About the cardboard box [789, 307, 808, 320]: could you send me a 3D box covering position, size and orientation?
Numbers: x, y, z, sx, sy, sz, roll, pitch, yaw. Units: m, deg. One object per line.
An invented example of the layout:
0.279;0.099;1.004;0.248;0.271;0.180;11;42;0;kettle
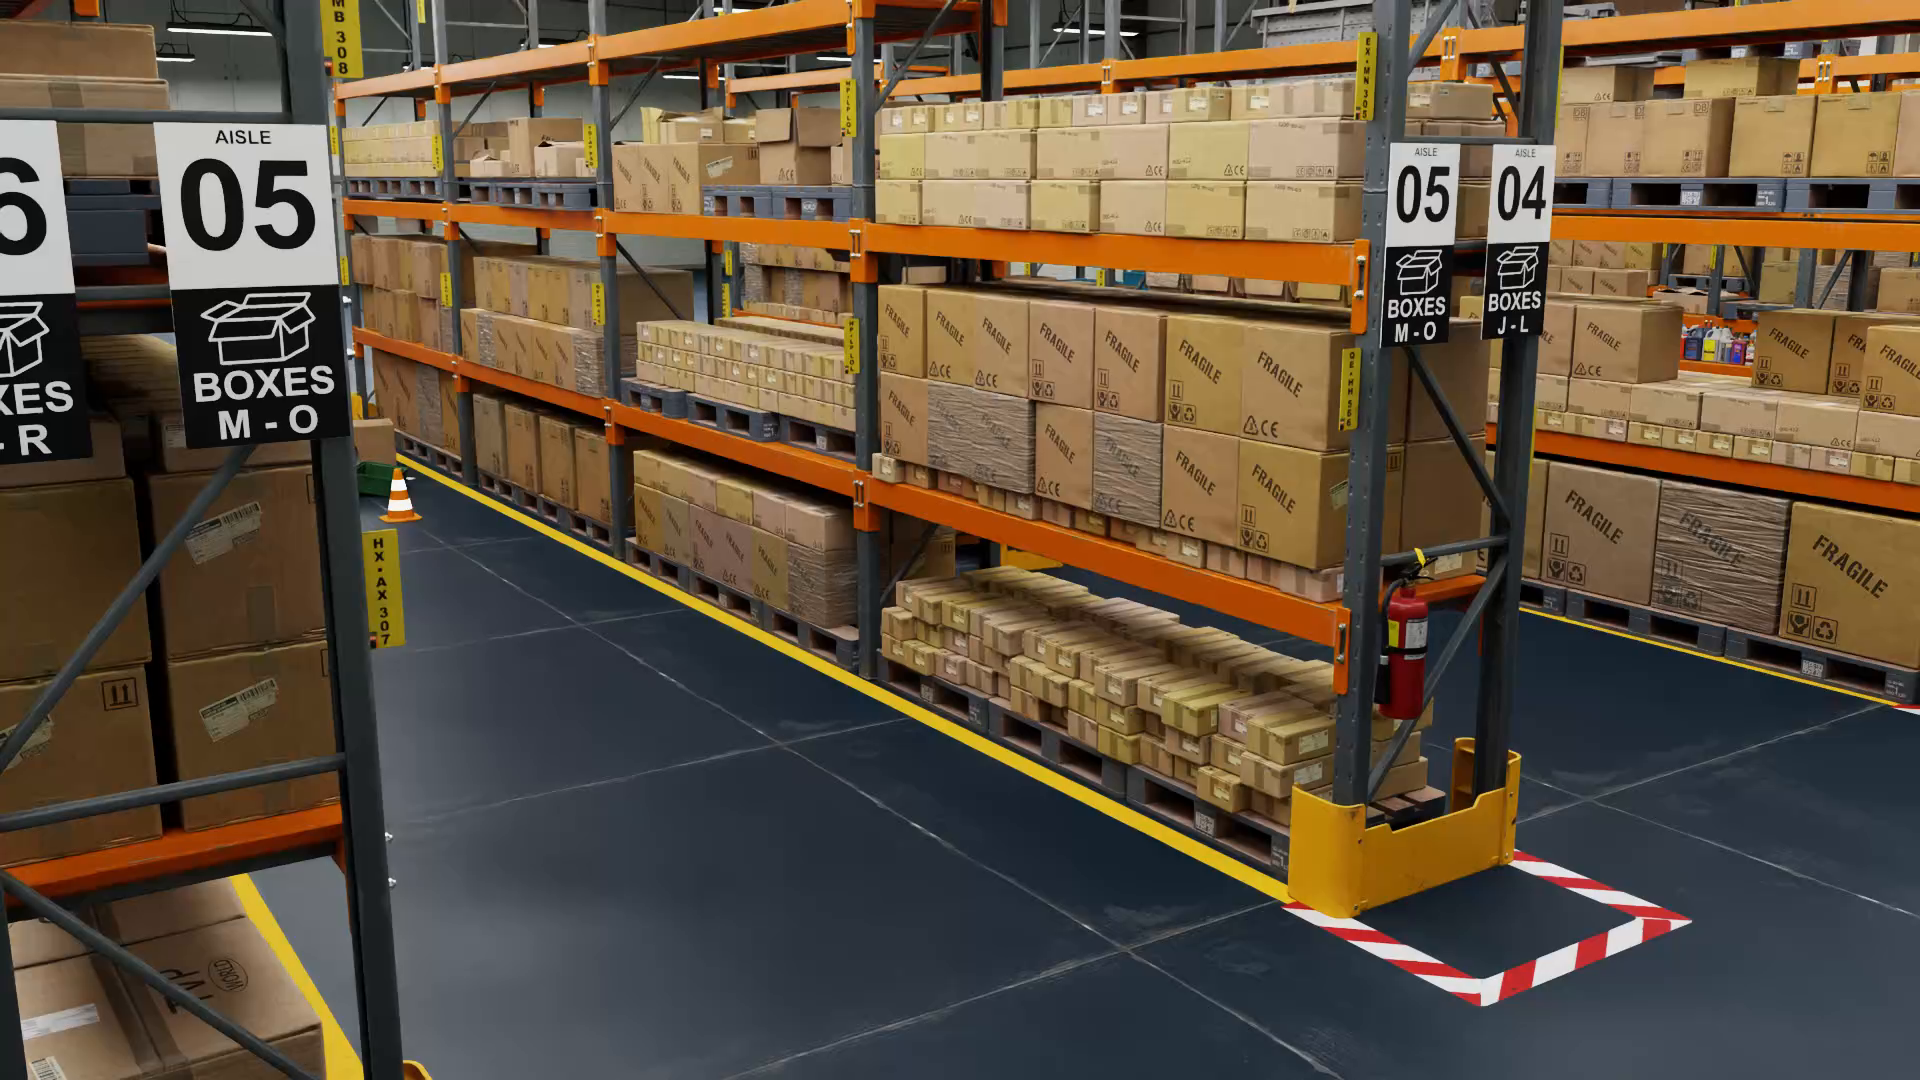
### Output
-1.939;-2.878;21.090;0.380;0.149;0.250;-8;15;-33;cardboard box

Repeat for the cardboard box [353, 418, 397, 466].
-6.332;-1.012;17.815;0.500;0.500;0.500;-5;13;-23;cardboard box

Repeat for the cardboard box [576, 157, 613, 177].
-2.916;-3.052;13.605;0.380;0.166;0.250;-8;15;-33;cardboard box

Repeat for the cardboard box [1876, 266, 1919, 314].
11.219;-2.957;19.644;0.500;0.500;0.700;11;16;41;cardboard box

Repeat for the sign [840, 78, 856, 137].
-0.645;-2.499;9.614;0.100;0.325;0.005;-8;15;-33;sign

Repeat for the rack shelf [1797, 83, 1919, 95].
11.141;-5.135;19.402;1.077;0.370;4.000;-8;15;-33;rack shelf

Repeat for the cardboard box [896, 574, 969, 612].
-0.167;0.328;10.139;0.380;0.149;0.250;-7;14;-30;cardboard box

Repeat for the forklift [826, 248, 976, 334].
-0.542;-1.688;15.219;1.130;2.935;3.031;-6;14;-26;forklift

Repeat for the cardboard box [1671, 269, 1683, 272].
11.857;-4.451;27.999;0.500;0.250;0.500;-8;15;-32;cardboard box

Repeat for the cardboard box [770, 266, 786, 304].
-1.990;-3.377;21.850;0.875;0.500;0.500;-8;15;-33;cardboard box

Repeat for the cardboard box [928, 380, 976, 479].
0.160;-0.644;9.355;0.500;0.500;0.500;-8;15;-33;cardboard box

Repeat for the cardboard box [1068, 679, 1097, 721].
0.788;0.808;8.639;0.380;0.149;0.250;-7;14;-30;cardboard box

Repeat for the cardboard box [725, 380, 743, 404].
-1.442;-1.063;11.807;0.380;0.149;0.250;-9;15;-35;cardboard box

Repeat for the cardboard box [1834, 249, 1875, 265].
13.554;-4.137;24.993;0.700;0.500;0.500;-10;16;-38;cardboard box

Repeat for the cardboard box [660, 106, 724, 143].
-1.947;-3.017;12.092;0.396;0.266;0.258;-8;15;-33;cardboard box

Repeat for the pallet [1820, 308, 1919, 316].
11.114;-2.668;19.991;1.003;0.211;1.213;-8;15;-33;pallet

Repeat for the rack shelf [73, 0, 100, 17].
-3.142;-2.079;5.426;1.077;0.370;4.000;-8;15;-33;rack shelf

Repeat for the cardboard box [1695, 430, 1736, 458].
5.034;-0.642;10.863;0.380;0.149;0.250;-8;15;-33;cardboard box

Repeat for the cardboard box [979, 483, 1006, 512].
0.327;-0.263;9.131;0.380;0.149;0.250;-8;15;-32;cardboard box

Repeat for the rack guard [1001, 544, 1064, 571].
0.558;0.116;13.244;0.587;0.250;0.087;-6;14;-26;rack guard

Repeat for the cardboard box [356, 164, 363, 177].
-6.630;-4.197;18.882;0.380;0.149;0.250;-8;15;-33;cardboard box

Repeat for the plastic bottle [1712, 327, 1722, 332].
7.671;-2.042;16.967;0.152;0.276;0.135;-8;15;-33;plastic bottle

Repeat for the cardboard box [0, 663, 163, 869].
-2.521;0.557;4.559;0.500;0.500;0.500;-8;15;-32;cardboard box

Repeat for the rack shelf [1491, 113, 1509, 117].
6.708;-6.558;25.908;1.077;0.370;4.000;-8;15;-33;rack shelf

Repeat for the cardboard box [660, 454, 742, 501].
-1.940;-0.475;12.626;0.500;0.250;0.500;-8;15;-33;cardboard box

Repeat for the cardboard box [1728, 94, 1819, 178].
5.345;-2.568;10.609;0.700;0.500;0.500;-9;15;-37;cardboard box

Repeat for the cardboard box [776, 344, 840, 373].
-1.007;-1.217;11.117;0.380;0.149;0.250;-8;15;-33;cardboard box

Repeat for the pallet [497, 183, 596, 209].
-3.424;-3.046;14.691;1.003;0.211;1.213;-7;14;-30;pallet

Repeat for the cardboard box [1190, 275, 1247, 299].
2.534;-2.226;14.938;0.797;0.503;0.637;-8;15;-31;cardboard box

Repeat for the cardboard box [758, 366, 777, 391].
-1.150;-1.116;11.351;0.380;0.149;0.250;-9;15;-36;cardboard box

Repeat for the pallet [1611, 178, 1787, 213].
5.117;-2.283;10.964;1.003;0.211;1.213;-8;15;-33;pallet

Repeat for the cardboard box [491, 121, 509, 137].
-4.536;-4.169;16.887;0.380;0.149;0.250;-8;15;-32;cardboard box

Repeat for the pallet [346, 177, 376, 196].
-6.414;-4.080;19.186;1.003;0.211;1.213;-8;15;-33;pallet

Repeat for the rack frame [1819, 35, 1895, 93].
8.123;-4.741;14.977;1.000;3.000;0.127;-8;15;-33;rack frame

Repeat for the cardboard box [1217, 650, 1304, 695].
1.532;0.691;8.478;0.380;0.149;0.250;-9;15;-36;cardboard box

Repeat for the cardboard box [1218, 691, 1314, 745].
1.436;0.838;7.807;0.380;0.149;0.250;-8;15;-32;cardboard box

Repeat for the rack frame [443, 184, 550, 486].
-4.617;-2.078;16.841;1.000;3.000;0.127;-8;15;-33;rack frame

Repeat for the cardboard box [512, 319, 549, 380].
-3.714;-1.732;15.026;0.500;0.500;0.500;-8;15;-32;cardboard box

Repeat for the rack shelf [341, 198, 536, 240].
-5.726;-3.547;18.224;1.077;0.370;4.000;-8;15;-33;rack shelf

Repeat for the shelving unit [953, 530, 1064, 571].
0.336;-0.589;13.546;0.587;1.500;1.083;-6;14;-26;shelving unit

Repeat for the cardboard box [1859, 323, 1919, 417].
5.728;-1.007;9.843;0.500;0.500;0.500;-8;15;-32;cardboard box

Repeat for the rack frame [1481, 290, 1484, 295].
4.000;-1.224;12.938;1.000;3.000;0.127;-8;15;-33;rack frame

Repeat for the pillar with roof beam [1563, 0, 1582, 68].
7.246;-7.516;27.668;9.100;9.000;0.548;-8;15;-33;pillar with roof beam

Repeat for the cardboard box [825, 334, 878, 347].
-0.738;-1.382;11.874;0.380;0.149;0.250;-7;14;-31;cardboard box

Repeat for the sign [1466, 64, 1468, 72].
5.453;-5.228;17.961;0.100;0.325;0.005;-8;15;-33;sign

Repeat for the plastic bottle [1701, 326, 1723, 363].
7.342;-1.911;16.194;0.144;0.351;0.185;-8;15;-33;plastic bottle

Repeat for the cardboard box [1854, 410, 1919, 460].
5.727;-0.639;9.919;0.500;0.250;0.500;-8;15;-34;cardboard box

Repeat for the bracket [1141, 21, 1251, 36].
5.543;-11.344;36.747;0.076;0.066;4.783;-8;15;-33;bracket

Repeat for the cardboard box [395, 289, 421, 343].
-5.734;-2.503;18.433;0.875;0.550;0.500;-8;15;-33;cardboard box

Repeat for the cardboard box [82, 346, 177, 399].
-3.010;-0.611;6.043;0.380;0.149;0.250;-8;15;-33;cardboard box

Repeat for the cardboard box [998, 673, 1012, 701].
0.438;0.804;9.355;0.380;0.149;0.250;-9;15;-35;cardboard box

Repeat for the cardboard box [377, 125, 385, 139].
-6.068;-4.407;17.974;0.380;0.149;0.250;-8;15;-32;cardboard box

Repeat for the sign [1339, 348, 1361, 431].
1.558;-0.601;6.640;0.100;0.325;0.005;-8;15;-33;sign

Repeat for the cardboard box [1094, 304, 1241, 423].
0.994;-0.860;8.000;0.500;0.500;0.500;-7;14;-30;cardboard box

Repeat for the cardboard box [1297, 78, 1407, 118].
1.602;-1.799;6.793;0.380;0.149;0.250;-8;15;-33;cardboard box

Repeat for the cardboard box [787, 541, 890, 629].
-0.805;0.259;11.023;0.500;0.500;0.500;-8;15;-34;cardboard box

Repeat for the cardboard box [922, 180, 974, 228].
0.137;-1.845;9.109;0.500;0.250;0.500;-8;15;-34;cardboard box

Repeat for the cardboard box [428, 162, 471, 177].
-5.085;-3.701;16.615;0.380;0.149;0.250;-8;15;-33;cardboard box

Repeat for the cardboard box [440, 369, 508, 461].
-4.908;-1.365;17.573;0.875;0.875;0.875;-8;15;-32;cardboard box
